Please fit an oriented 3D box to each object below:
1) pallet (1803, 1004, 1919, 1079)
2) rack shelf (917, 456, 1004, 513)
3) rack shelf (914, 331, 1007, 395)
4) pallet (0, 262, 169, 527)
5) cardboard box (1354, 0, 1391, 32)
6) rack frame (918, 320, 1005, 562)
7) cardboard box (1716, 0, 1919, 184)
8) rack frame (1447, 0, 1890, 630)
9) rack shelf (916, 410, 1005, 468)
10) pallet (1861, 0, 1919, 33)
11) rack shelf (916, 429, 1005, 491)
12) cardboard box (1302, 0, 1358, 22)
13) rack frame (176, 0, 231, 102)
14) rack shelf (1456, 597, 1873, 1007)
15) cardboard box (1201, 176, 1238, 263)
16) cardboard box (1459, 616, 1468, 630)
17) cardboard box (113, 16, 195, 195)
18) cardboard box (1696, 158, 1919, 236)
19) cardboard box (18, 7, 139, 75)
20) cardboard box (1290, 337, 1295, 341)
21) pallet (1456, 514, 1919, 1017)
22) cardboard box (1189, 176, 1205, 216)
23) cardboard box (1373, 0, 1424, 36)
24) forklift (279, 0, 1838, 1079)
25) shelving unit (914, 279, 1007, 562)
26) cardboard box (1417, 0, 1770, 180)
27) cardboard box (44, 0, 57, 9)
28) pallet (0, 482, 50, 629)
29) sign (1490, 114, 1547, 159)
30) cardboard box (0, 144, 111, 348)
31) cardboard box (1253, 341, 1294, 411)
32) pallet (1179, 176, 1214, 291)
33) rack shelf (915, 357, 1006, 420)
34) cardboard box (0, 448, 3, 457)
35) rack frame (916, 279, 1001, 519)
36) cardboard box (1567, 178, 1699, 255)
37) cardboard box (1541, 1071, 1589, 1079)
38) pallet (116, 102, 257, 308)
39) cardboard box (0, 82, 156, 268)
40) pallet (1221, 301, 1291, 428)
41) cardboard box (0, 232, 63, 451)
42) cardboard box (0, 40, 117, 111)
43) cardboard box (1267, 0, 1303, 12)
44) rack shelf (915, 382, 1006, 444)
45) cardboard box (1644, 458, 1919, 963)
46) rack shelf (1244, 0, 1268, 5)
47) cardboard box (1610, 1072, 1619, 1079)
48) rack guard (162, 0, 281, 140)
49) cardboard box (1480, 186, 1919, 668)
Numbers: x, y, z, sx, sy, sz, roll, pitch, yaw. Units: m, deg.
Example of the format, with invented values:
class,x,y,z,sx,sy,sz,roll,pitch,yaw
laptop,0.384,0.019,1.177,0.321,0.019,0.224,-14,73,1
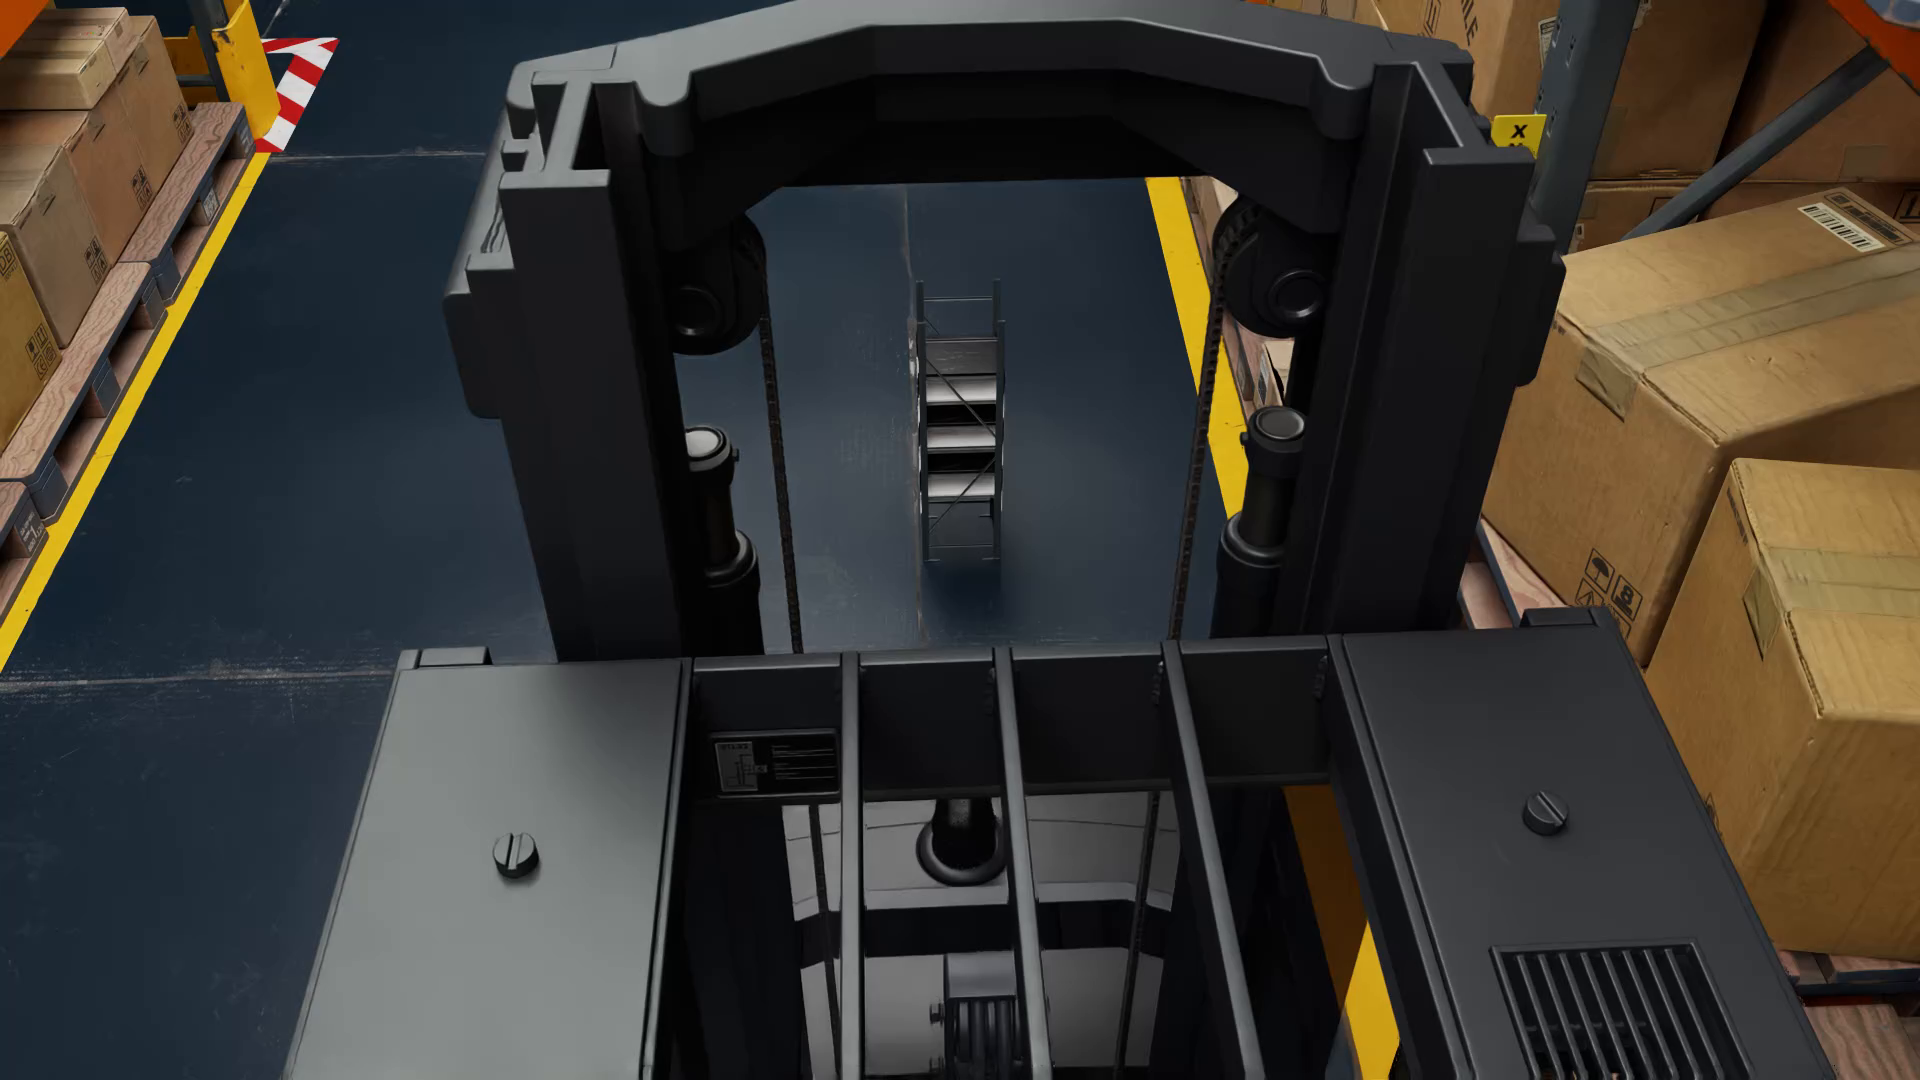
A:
class,x,y,z,sx,sy,sz,roll,pitch,yaw
pallet,1.633,1.117,1.954,1.003,0.211,1.213,-2,43,-2
rack shelf,0.000,-0.180,5.096,0.258,0.077,0.200,-2,43,-2
rack shelf,0.000,-0.512,4.792,0.258,0.077,0.200,-2,43,-2
pallet,-3.408,-0.510,5.651,1.003,0.211,1.213,-2,43,-2
cardboard box,1.249,-1.057,4.109,0.500,0.500,0.500,-1,43,-1
rack frame,0.004,-0.269,4.877,0.240,0.900,0.006,-2,43,-2
cardboard box,1.811,-1.073,3.387,0.500,0.500,0.500,-1,43,-1
rack frame,1.550,-0.342,3.403,1.000,3.000,0.127,-2,43,-2
rack shelf,0.000,-0.313,4.974,0.258,0.077,0.200,-2,43,-2
pallet,1.507,-0.936,1.970,1.213,0.211,1.003,-2,43,-2
rack shelf,0.000,-0.246,5.035,0.258,0.077,0.200,-2,43,-2
cardboard box,1.225,-1.403,4.487,0.500,0.500,0.500,-1,43,-1
rack frame,-3.569,-2.897,6.191,1.000,3.000,0.127,-2,43,-2
rack shelf,1.635,1.274,2.173,1.077,0.370,4.000,-2,43,-2
cardboard box,1.162,-1.140,5.984,0.500,0.250,0.500,-2,43,-2
cardboard box,1.242,0.041,4.510,0.500,0.500,0.500,-2,43,-2
cardboard box,-3.439,-1.661,6.381,0.700,0.500,0.500,-2,43,-2
cardboard box,1.800,-0.731,3.753,0.500,0.500,0.500,-1,43,-1
cardboard box,-3.252,-1.819,6.073,0.380,0.149,0.250,-2,43,-2
cardboard box,1.465,-0.852,5.481,0.797,0.503,0.637,-2,43,-2
pallet,1.475,0.272,2.876,1.003,0.211,1.213,-2,43,-2
cardboard box,1.141,-1.478,6.352,0.500,0.250,0.500,-2,43,-2
cardboard box,1.245,-1.427,3.773,0.500,0.500,0.500,-2,43,-3
forklift,0.062,1.041,1.945,1.130,2.935,3.031,-2,43,-2
shelving unit,0.000,-0.337,4.952,0.258,0.900,0.210,-2,43,-2
cardboard box,1.270,-1.081,3.396,0.500,0.500,0.500,-1,43,-2
cardboard box,-3.645,-1.979,6.248,0.380,0.149,0.250,-1,43,-2
pallet,-3.353,0.315,4.750,1.003,0.211,1.213,-2,43,-2
sign,1.008,-0.640,3.088,0.100,0.325,0.005,-2,43,-2
cardboard box,-3.396,-0.984,5.642,0.700,0.500,0.500,-3,43,-3
cardboard box,1.210,-0.396,5.126,0.500,0.311,0.500,-2,43,-2
pallet,1.418,-1.425,6.648,1.003,0.211,1.213,-2,43,-2
rack shelf,0.000,-0.445,4.853,0.258,0.077,0.200,-2,43,-2
cardboard box,-3.347,-0.277,4.872,0.700,0.500,0.500,-2,43,-2
rack frame,-0.005,-0.406,5.027,0.240,0.900,0.006,-2,43,-2
cardboard box,1.272,-0.709,3.729,0.500,0.500,0.500,-1,43,-1
cardboard box,1.361,1.111,3.342,0.500,0.500,0.500,-1,43,-1
pallet,-3.457,-1.332,6.547,1.003,0.211,1.213,-2,43,-2
cardboard box,-3.418,-1.323,6.013,0.700,0.500,0.500,-2,43,-2
pallet,1.467,-0.603,5.752,1.003,0.211,1.213,-2,43,-2
cardboard box,-3.366,-0.624,5.250,0.700,0.500,0.500,-1,43,-1
cardboard box,-3.240,-1.646,5.885,0.380,0.149,0.250,-1,43,-1
cardboard box,1.201,-1.747,4.862,0.500,0.500,0.500,-1,43,-1
rack shelf,0.000,-0.379,4.914,0.258,0.077,0.200,-2,43,-2
cardboard box,1.439,0.255,2.367,0.700,0.500,0.500,5,43,5
rack shelf,1.465,-1.427,5.119,1.077,0.370,4.000,-2,43,-2
cardboard box,1.369,1.150,2.745,0.500,0.250,0.500,-2,43,-2
rack guard,-3.570,-1.992,7.053,1.175,0.500,0.348,-2,43,-2
cardboard box,1.347,-0.207,2.871,0.700,0.500,0.500,-15,45,-16
